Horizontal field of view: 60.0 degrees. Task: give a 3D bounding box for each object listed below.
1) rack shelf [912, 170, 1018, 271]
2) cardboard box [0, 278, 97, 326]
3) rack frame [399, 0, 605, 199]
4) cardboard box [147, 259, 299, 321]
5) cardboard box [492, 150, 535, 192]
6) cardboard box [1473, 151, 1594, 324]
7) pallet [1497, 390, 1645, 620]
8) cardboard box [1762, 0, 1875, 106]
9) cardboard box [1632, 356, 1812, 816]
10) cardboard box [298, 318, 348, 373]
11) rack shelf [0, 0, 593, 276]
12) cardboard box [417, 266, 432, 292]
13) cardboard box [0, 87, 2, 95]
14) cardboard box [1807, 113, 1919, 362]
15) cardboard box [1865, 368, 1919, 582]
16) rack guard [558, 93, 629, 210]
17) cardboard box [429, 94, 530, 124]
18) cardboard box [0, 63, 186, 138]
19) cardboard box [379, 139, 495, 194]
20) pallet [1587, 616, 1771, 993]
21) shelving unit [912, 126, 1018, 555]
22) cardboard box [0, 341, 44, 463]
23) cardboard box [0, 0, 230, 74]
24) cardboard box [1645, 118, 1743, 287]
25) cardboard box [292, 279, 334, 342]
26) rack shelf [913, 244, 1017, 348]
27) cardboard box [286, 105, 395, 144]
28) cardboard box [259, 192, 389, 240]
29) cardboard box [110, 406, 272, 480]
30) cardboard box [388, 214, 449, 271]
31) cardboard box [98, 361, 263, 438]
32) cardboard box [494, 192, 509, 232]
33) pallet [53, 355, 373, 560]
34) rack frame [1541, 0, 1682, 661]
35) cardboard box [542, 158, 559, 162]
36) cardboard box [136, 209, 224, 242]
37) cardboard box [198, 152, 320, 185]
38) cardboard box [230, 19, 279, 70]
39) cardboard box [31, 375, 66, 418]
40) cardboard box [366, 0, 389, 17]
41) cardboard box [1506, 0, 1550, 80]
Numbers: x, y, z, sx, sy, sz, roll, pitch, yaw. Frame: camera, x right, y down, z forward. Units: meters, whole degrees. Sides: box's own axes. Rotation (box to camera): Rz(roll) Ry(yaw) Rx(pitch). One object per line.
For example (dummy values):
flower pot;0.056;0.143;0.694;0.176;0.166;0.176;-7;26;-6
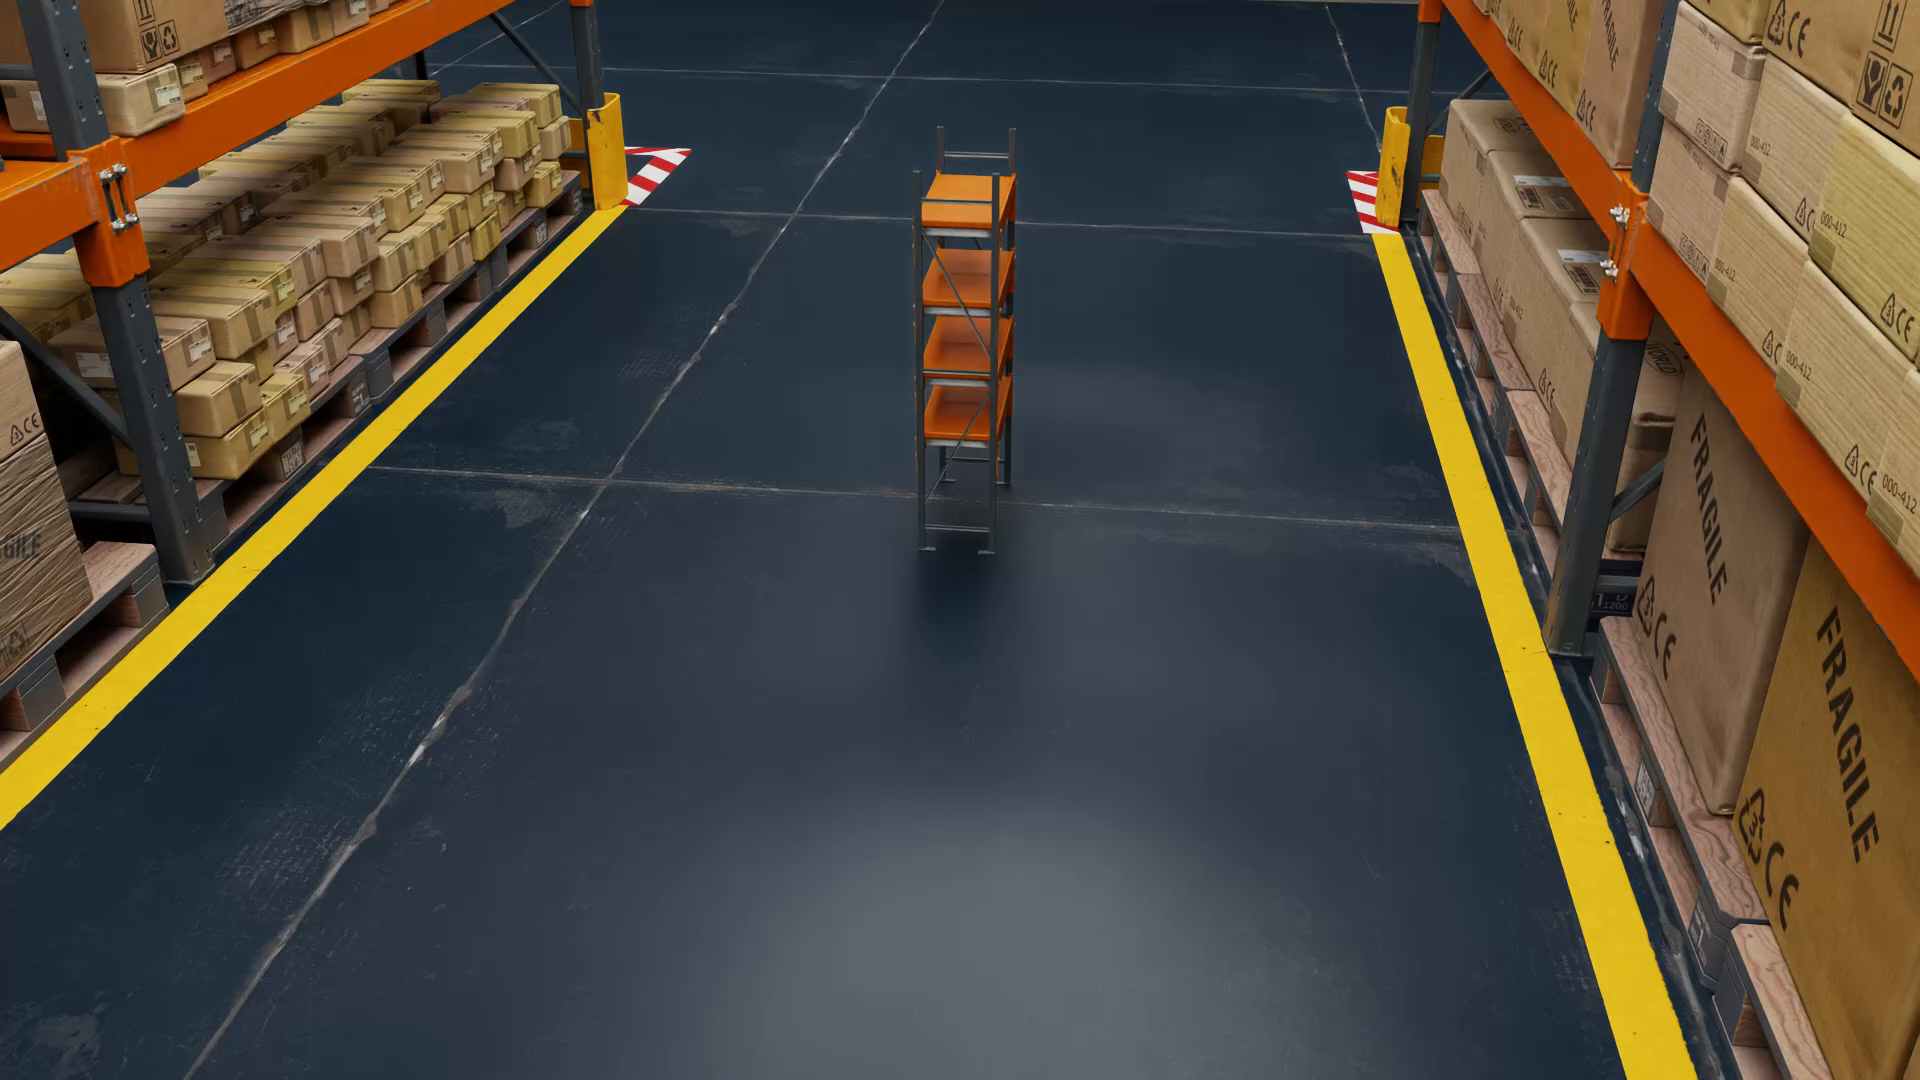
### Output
rack shelf;0.020;-0.952;4.924;0.258;0.148;0.480;3;28;6
cardboard box;-3.001;-0.730;5.378;0.380;0.149;0.250;4;29;7
rack frame;-2.288;-3.116;7.871;1.000;3.000;0.127;3;28;6
cardboard box;-2.455;-0.823;5.551;0.380;0.149;0.250;3;28;5
cardboard box;-2.131;-1.667;7.431;0.380;0.149;0.250;2;28;4
cardboard box;2.552;-1.185;6.545;0.875;0.438;0.875;4;29;8
pallet;2.318;-0.119;5.248;1.003;0.211;1.213;3;28;6
cardboard box;1.773;-1.046;2.868;0.500;0.500;0.500;3;28;6
cardboard box;2.151;0.054;3.784;0.875;0.875;0.875;4;29;8
cardboard box;-2.421;-0.683;5.918;0.380;0.149;0.250;3;28;5
rack shelf;-2.533;-1.858;6.294;1.077;0.370;4.000;3;28;6
cardboard box;-2.339;-1.057;6.612;0.380;0.149;0.250;4;29;8
cardboard box;-3.052;-1.398;4.947;0.380;0.149;0.250;3;28;5
cardboard box;1.689;-0.473;2.597;0.500;0.250;0.500;4;29;7
cardboard box;1.620;-0.016;2.276;0.500;0.250;0.500;3;28;5
rack guard;-2.297;-1.980;8.397;1.175;0.500;0.348;3;28;6
cardboard box;-2.189;-1.929;7.603;0.380;0.149;0.250;4;29;7
cardboard box;-2.418;-1.237;4.648;0.380;0.149;0.250;4;29;8
cardboard box;-2.167;-1.551;6.903;0.380;0.149;0.250;4;29;8
pallet;2.128;0.602;3.909;1.003;0.211;1.213;3;28;6
shelving unit;0.020;-0.606;5.110;0.258;1.200;0.503;3;28;6
cardboard box;-2.618;-0.282;4.013;0.500;0.250;0.500;3;28;5
cardboard box;-2.467;-1.626;4.687;0.500;0.500;0.500;3;28;5
cardboard box;1.831;-0.735;3.610;0.500;0.250;0.500;3;28;5
cardboard box;-2.444;-0.814;5.847;0.380;0.149;0.250;2;28;4
rack shelf;0.020;-0.744;5.036;0.258;0.148;0.480;3;28;6
cardboard box;-2.762;-1.833;7.425;0.380;0.149;0.250;3;28;6
cardboard box;-2.382;-1.195;6.241;0.380;0.149;0.250;2;28;4
cardboard box;-2.414;-0.315;5.236;0.380;0.149;0.250;2;28;4
cardboard box;-2.238;-1.171;6.511;0.380;0.149;0.250;4;29;7
cardboard box;-2.416;-0.446;5.164;0.380;0.149;0.250;5;29;9
cardboard box;-2.211;-1.422;7.291;0.380;0.149;0.250;4;29;7
pallet;-2.731;-0.323;5.628;1.003;0.211;1.213;3;28;6
rack frame;2.147;-0.993;3.930;1.000;3.000;0.127;3;28;6
cardboard box;-2.145;-1.786;7.965;0.380;0.149;0.250;4;29;7
cardboard box;-2.926;-1.098;6.061;0.380;0.149;0.250;2;28;4
cardboard box;-2.831;-1.460;6.733;0.380;0.149;0.250;4;29;7
cardboard box;-2.441;-1.619;5.357;0.380;0.149;0.250;2;28;4
cardboard box;-3.055;-0.460;5.191;0.380;0.149;0.250;4;29;7
cardboard box;-2.318;-1.988;6.043;0.380;0.149;0.250;4;29;8
cardboard box;2.055;-1.750;5.230;0.500;0.500;0.500;3;28;5
